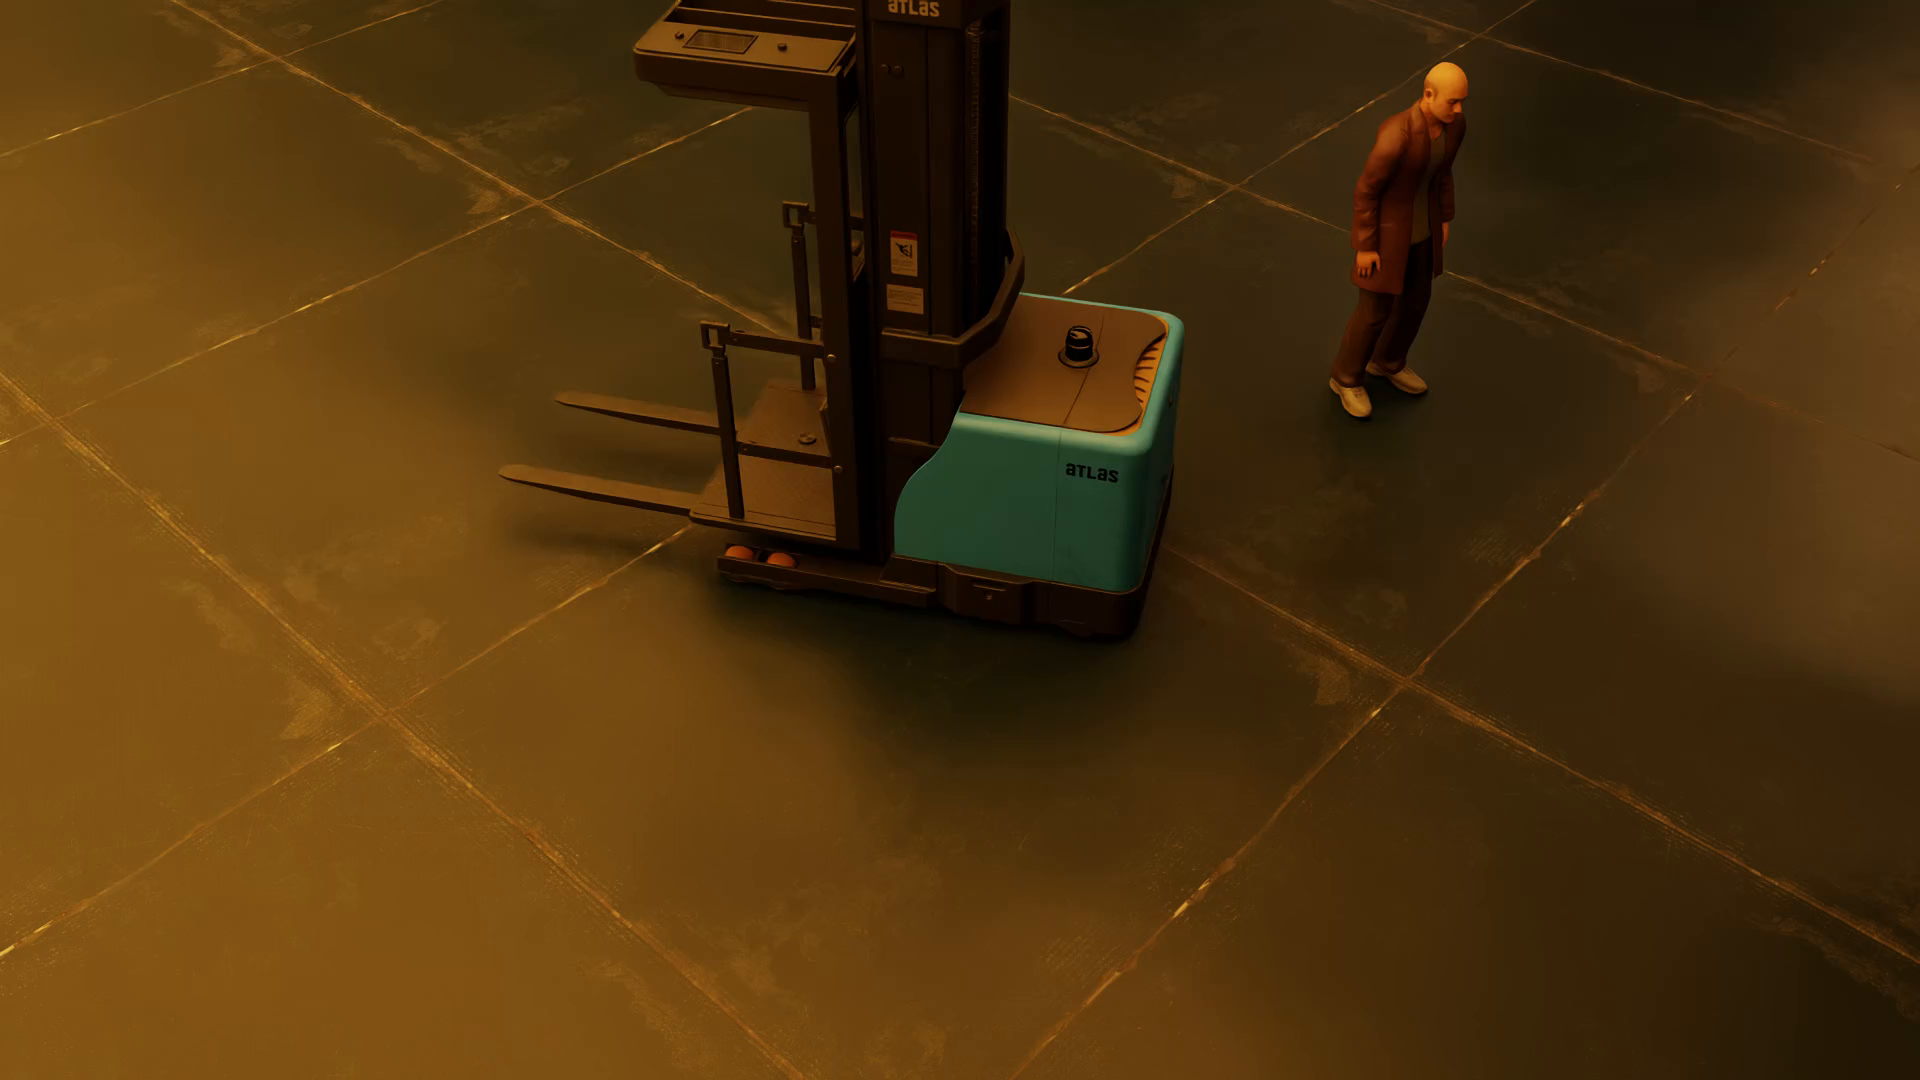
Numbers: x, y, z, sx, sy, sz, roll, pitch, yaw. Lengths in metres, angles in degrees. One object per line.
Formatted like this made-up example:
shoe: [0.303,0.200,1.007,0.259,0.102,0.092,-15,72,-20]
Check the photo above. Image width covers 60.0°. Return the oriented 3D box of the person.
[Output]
person: [2.144,-1.472,8.034,0.644,1.772,0.430,-23,46,-24]

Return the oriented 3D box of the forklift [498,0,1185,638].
forklift: [-0.591,-1.212,6.841,3.031,2.935,1.130,10,42,11]
